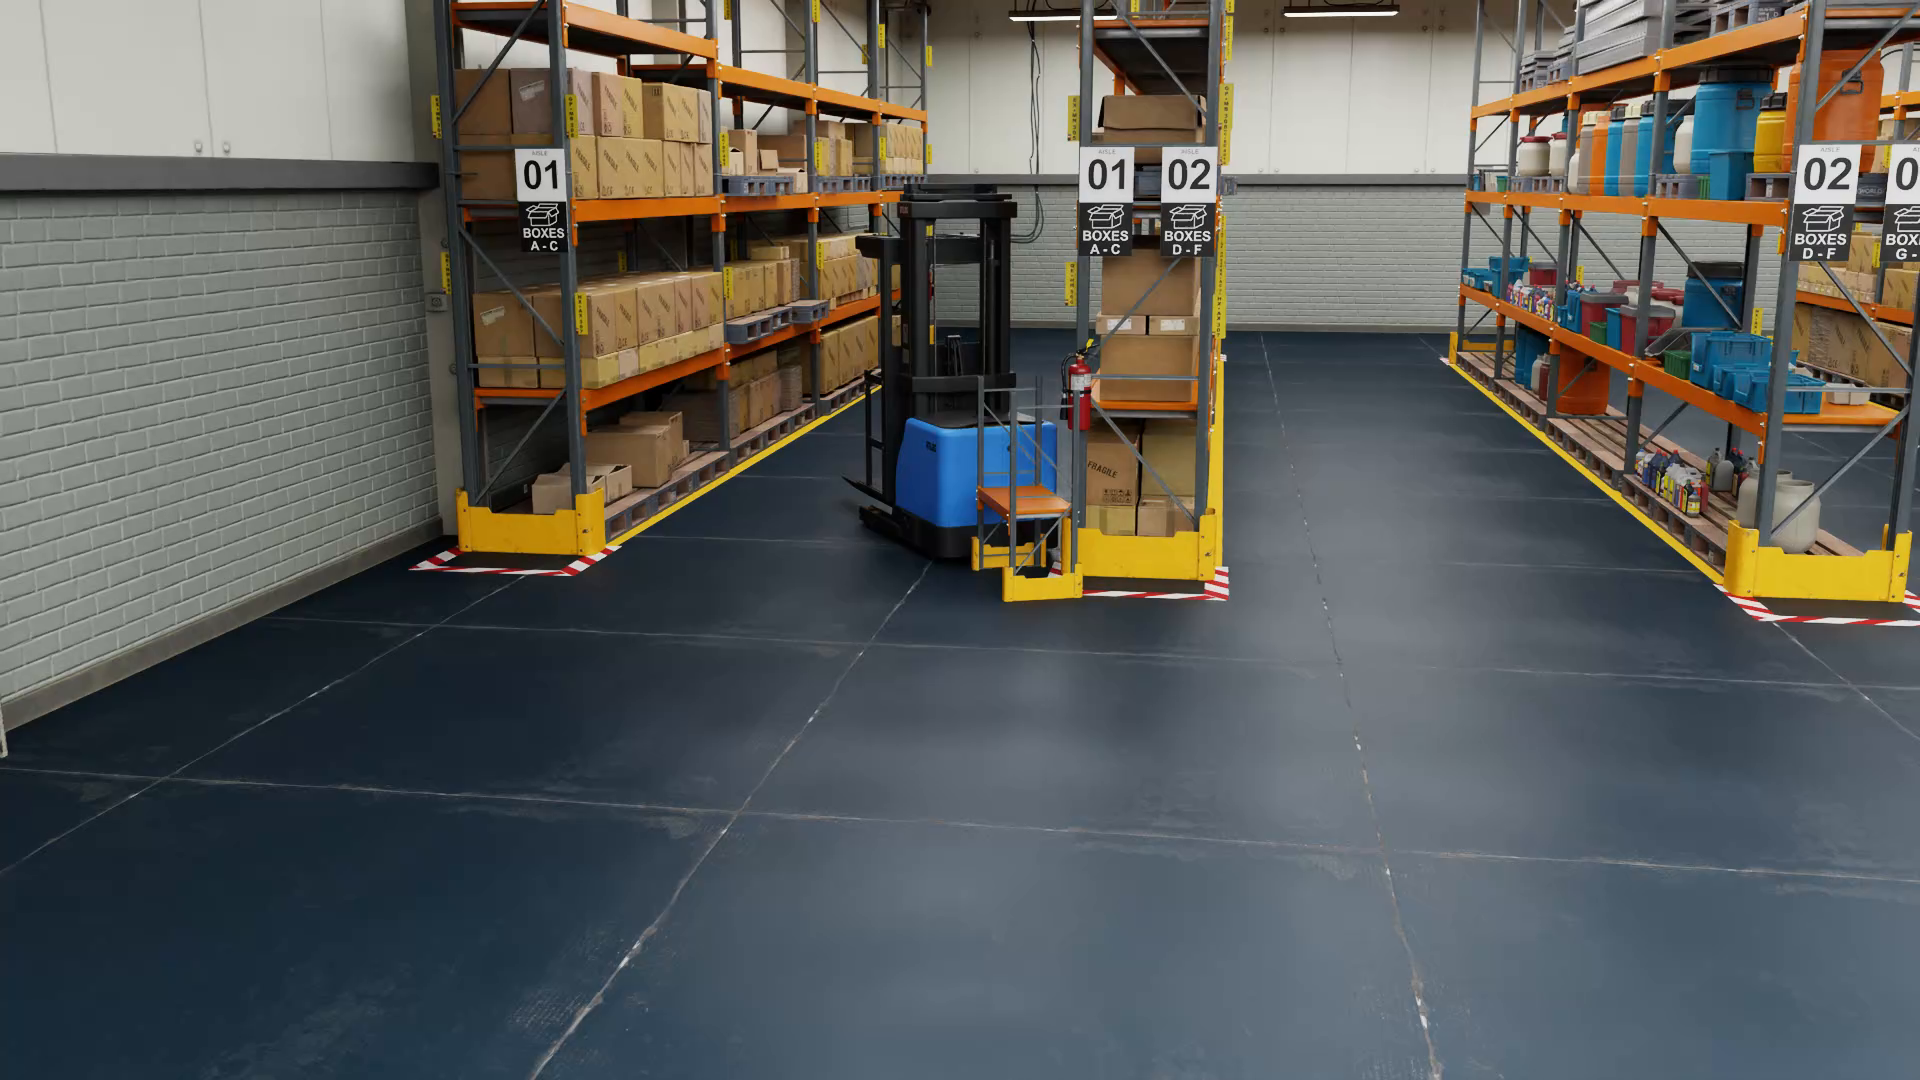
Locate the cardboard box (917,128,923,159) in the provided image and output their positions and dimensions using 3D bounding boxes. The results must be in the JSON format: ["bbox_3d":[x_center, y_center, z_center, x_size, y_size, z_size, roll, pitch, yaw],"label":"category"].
[{"bbox_3d":[-0.903,-6.560,27.535,0.500,0.500,0.500,2,12,8],"label":"cardboard box"}]

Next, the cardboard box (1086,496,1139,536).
[{"bbox_3d":[1.165,-0.199,13.328,0.500,0.250,0.500,2,12,9],"label":"cardboard box"}]

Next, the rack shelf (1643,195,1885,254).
[{"bbox_3d":[6.576,-2.587,13.464,1.077,0.370,4.000,2,12,9],"label":"rack shelf"}]

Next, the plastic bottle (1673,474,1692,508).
[{"bbox_3d":[6.205,-0.416,14.226,0.152,0.276,0.135,2,12,7],"label":"plastic bottle"}]

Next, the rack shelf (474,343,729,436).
[{"bbox_3d":[-3.213,-1.441,15.269,1.077,0.370,4.000,2,12,9],"label":"rack shelf"}]

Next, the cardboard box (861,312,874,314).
[{"bbox_3d":[-1.440,-3.627,27.102,0.380,0.149,0.250,2,12,9],"label":"cardboard box"}]

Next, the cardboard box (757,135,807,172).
[{"bbox_3d":[-2.274,-4.873,21.084,0.700,0.500,0.500,1,12,4],"label":"cardboard box"}]

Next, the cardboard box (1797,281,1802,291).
[{"bbox_3d":[13.166,-3.933,25.720,0.380,0.149,0.250,2,12,7],"label":"cardboard box"}]

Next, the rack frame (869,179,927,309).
[{"bbox_3d":[-1.060,-4.707,28.717,1.000,3.000,0.127,2,12,9],"label":"rack frame"}]

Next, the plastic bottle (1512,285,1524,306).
[{"bbox_3d":[7.610,-3.333,22.633,0.152,0.276,0.135,2,12,9],"label":"plastic bottle"}]

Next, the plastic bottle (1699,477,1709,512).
[{"bbox_3d":[6.289,-0.388,14.076,0.061,0.283,0.133,2,12,9],"label":"plastic bottle"}]

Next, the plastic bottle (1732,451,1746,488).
[{"bbox_3d":[7.040,-0.625,15.018,0.144,0.351,0.185,1,12,6],"label":"plastic bottle"}]

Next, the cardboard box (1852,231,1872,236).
[{"bbox_3d":[13.808,-4.555,25.878,0.500,0.500,0.500,2,12,9],"label":"cardboard box"}]

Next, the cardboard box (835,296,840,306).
[{"bbox_3d":[-1.840,-3.259,22.544,0.380,0.149,0.250,2,12,10],"label":"cardboard box"}]

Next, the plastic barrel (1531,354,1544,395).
[{"bbox_3d":[7.730,-2.168,21.842,0.421,0.512,0.421,0,12,0],"label":"plastic barrel"}]

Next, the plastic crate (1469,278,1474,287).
[{"bbox_3d":[8.131,-4.041,26.107,0.250,0.136,0.298,2,12,9],"label":"plastic crate"}]

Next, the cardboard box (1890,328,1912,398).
[{"bbox_3d":[12.793,-2.240,21.314,1.225,0.875,0.875,1,12,7],"label":"cardboard box"}]

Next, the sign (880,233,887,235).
[{"bbox_3d":[-1.137,-4.386,24.667,0.100,0.325,0.005,2,12,9],"label":"sign"}]

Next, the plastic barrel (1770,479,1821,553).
[{"bbox_3d":[6.294,-0.184,12.637,0.421,0.512,0.421,0,12,0],"label":"plastic barrel"}]

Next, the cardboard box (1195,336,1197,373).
[{"bbox_3d":[1.695,-1.685,14.455,0.700,0.500,0.500,2,12,10],"label":"cardboard box"}]

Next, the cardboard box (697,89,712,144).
[{"bbox_3d":[-2.714,-4.110,16.167,0.500,0.500,0.500,1,12,4],"label":"cardboard box"}]

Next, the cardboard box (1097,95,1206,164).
[{"bbox_3d":[1.467,-3.127,12.689,0.797,0.503,0.637,3,12,13],"label":"cardboard box"}]

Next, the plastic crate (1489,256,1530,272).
[{"bbox_3d":[8.862,-4.357,26.865,0.616,0.435,0.499,2,12,9],"label":"plastic crate"}]

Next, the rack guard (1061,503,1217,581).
[{"bbox_3d":[1.371,0.010,12.761,1.175,0.500,0.348,2,12,9],"label":"rack guard"}]

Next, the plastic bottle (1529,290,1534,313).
[{"bbox_3d":[7.364,-3.066,21.378,0.061,0.283,0.133,2,12,9],"label":"plastic bottle"}]

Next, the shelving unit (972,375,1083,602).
[{"bbox_3d":[0.488,-0.414,12.356,0.587,1.500,1.083,-3,12,-12],"label":"shelving unit"}]

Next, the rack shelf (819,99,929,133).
[{"bbox_3d":[-1.367,-6.677,26.271,1.077,0.370,4.000,2,12,9],"label":"rack shelf"}]

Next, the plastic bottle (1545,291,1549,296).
[{"bbox_3d":[7.486,-3.034,21.228,0.061,0.283,0.133,2,12,9],"label":"plastic bottle"}]

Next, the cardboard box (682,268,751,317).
[{"bbox_3d":[-2.700,-2.694,18.094,0.700,0.500,0.500,3,13,14],"label":"cardboard box"}]

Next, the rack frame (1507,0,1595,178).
[{"bbox_3d":[8.114,-6.486,22.731,1.000,3.000,0.127,2,12,9],"label":"rack frame"}]

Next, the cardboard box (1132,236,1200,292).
[{"bbox_3d":[1.852,-2.535,15.319,0.700,0.500,0.500,2,12,9],"label":"cardboard box"}]

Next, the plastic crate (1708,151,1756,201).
[{"bbox_3d":[6.264,-2.921,13.345,0.392,0.384,0.575,2,12,9],"label":"plastic crate"}]

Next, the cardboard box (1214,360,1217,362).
[{"bbox_3d":[3.033,-2.070,21.368,0.500,0.500,0.500,1,12,7],"label":"cardboard box"}]

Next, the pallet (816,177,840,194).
[{"bbox_3d":[-2.244,-4.552,21.323,1.213,0.211,1.003,2,12,11],"label":"pallet"}]

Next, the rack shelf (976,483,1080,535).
[{"bbox_3d":[0.490,-0.237,12.385,0.538,0.185,1.000,-3,12,-12],"label":"rack shelf"}]

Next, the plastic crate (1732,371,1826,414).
[{"bbox_3d":[6.050,-1.097,12.316,0.499,0.251,0.616,2,12,9],"label":"plastic crate"}]

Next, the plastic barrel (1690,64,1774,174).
[{"bbox_3d":[6.625,-3.601,14.278,0.600,0.901,0.708,2,12,9],"label":"plastic barrel"}]

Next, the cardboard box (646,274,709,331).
[{"bbox_3d":[-2.744,-2.300,16.074,0.500,0.500,0.500,2,12,8],"label":"cardboard box"}]

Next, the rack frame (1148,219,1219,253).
[{"bbox_3d":[3.220,-3.715,24.112,1.000,3.000,0.127,2,12,9],"label":"rack frame"}]

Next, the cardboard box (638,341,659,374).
[{"bbox_3d":[-2.982,-1.619,14.694,0.500,0.250,0.500,2,12,8],"label":"cardboard box"}]

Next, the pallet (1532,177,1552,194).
[{"bbox_3d":[7.919,-4.525,21.199,1.003,0.211,1.213,2,12,9],"label":"pallet"}]

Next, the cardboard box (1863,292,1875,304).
[{"bbox_3d":[12.731,-3.345,22.989,0.380,0.149,0.250,2,12,9],"label":"cardboard box"}]

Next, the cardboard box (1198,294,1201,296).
[{"bbox_3d":[2.002,-2.140,15.028,0.380,0.149,0.250,2,12,8],"label":"cardboard box"}]

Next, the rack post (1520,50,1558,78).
[{"bbox_3d":[7.954,-6.275,21.930,0.937,0.300,0.954,2,12,8],"label":"rack post"}]

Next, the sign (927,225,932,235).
[{"bbox_3d":[-0.526,-5.369,28.475,0.100,0.325,0.005,2,12,9],"label":"sign"}]

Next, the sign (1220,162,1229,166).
[{"bbox_3d":[3.152,-4.620,19.778,0.100,0.325,0.005,2,12,9],"label":"sign"}]

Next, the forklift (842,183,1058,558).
[{"bbox_3d":[-0.236,-1.555,14.250,1.130,2.935,3.031,-5,13,-22],"label":"forklift"}]

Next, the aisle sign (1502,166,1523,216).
[{"bbox_3d":[9.030,-5.663,26.979,0.394,0.787,0.004,2,12,9],"label":"aisle sign"}]

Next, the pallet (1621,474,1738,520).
[{"bbox_3d":[6.739,-0.387,15.287,1.003,0.211,1.213,2,12,9],"label":"pallet"}]

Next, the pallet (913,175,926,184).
[{"bbox_3d":[-1.164,-5.976,27.692,1.003,0.211,1.213,2,12,9],"label":"pallet"}]

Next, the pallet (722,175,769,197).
[{"bbox_3d":[-2.705,-3.709,17.409,1.213,0.211,1.003,2,12,9],"label":"pallet"}]

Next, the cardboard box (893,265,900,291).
[{"bbox_3d":[-1.458,-4.286,26.047,0.980,0.700,0.700,2,12,7],"label":"cardboard box"}]

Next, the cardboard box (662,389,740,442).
[{"bbox_3d":[-2.809,-1.356,18.056,0.700,0.500,0.500,2,12,11],"label":"cardboard box"}]
